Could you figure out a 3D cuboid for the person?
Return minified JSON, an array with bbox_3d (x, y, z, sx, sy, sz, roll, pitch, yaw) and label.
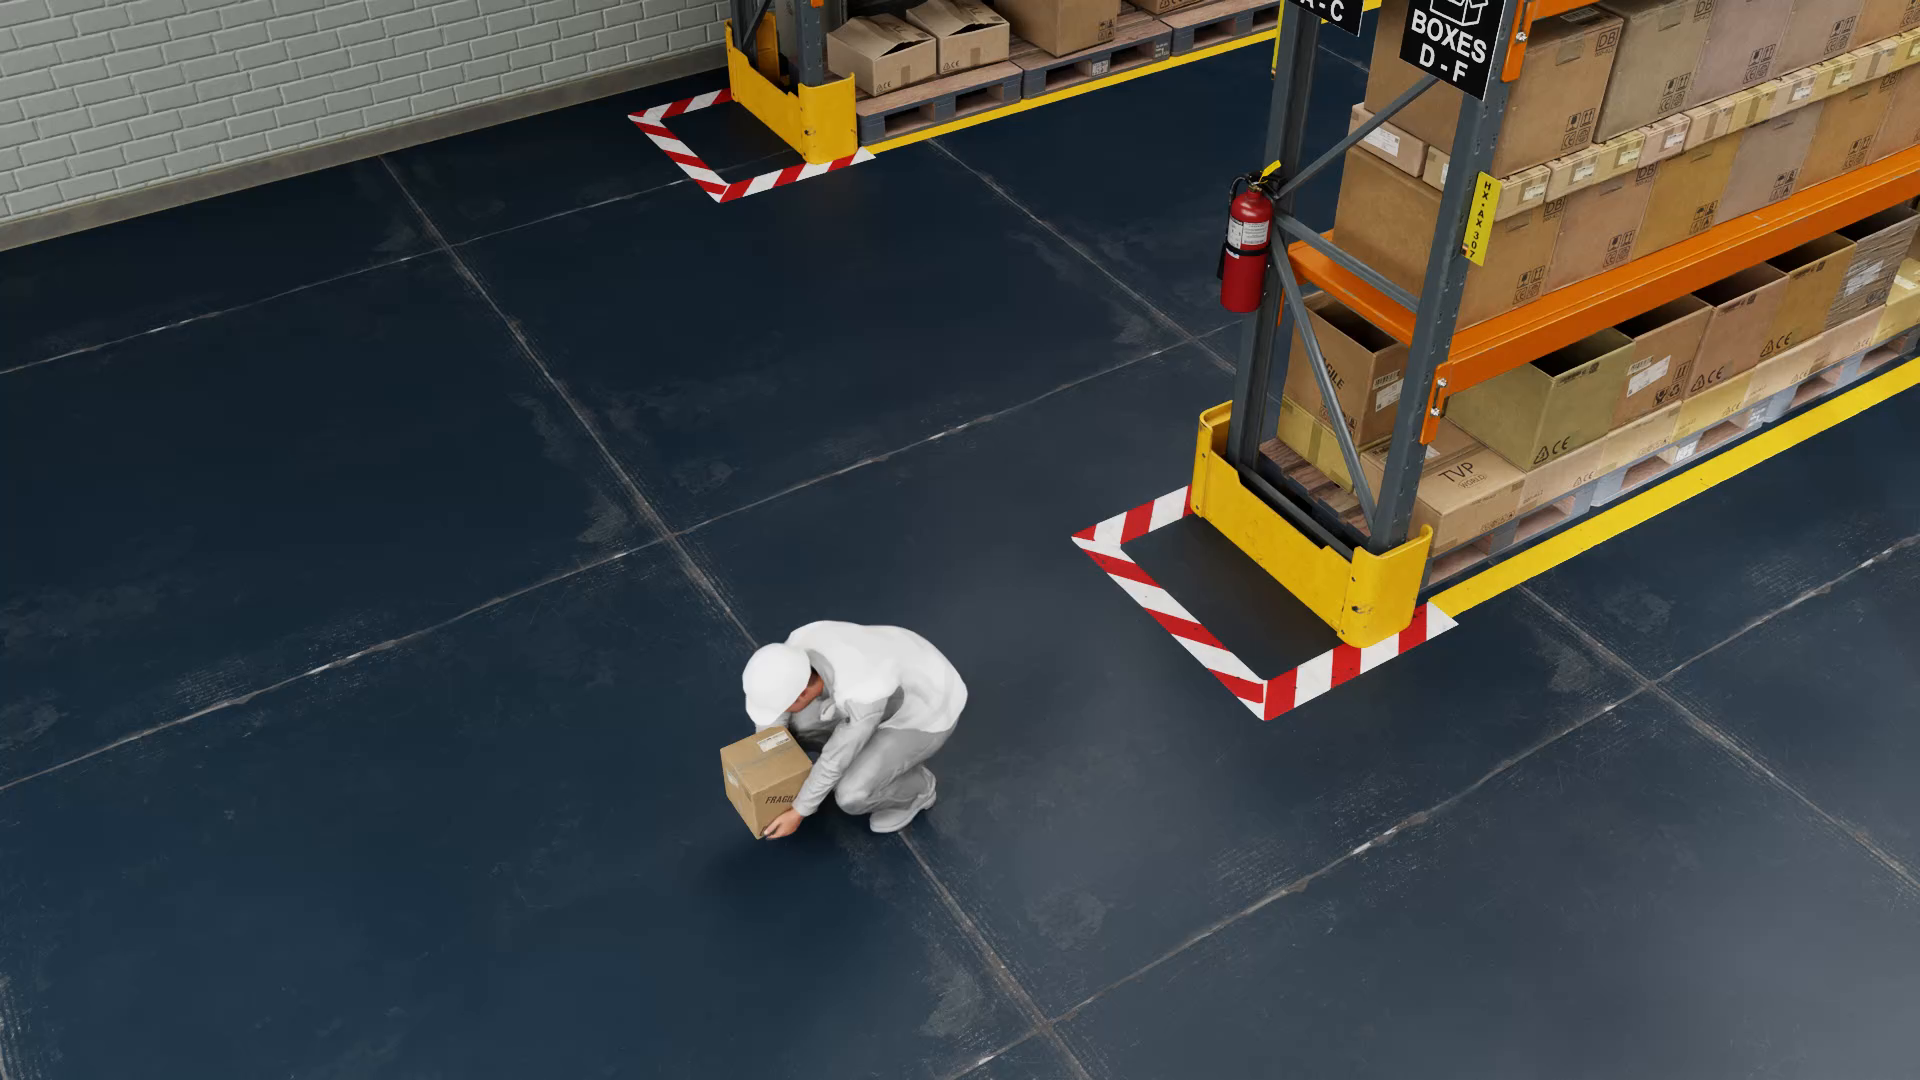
[{"bbox_3d":[-0.393,0.627,5.999,0.875,1.013,0.508,-23,46,-25],"label":"person"}]
